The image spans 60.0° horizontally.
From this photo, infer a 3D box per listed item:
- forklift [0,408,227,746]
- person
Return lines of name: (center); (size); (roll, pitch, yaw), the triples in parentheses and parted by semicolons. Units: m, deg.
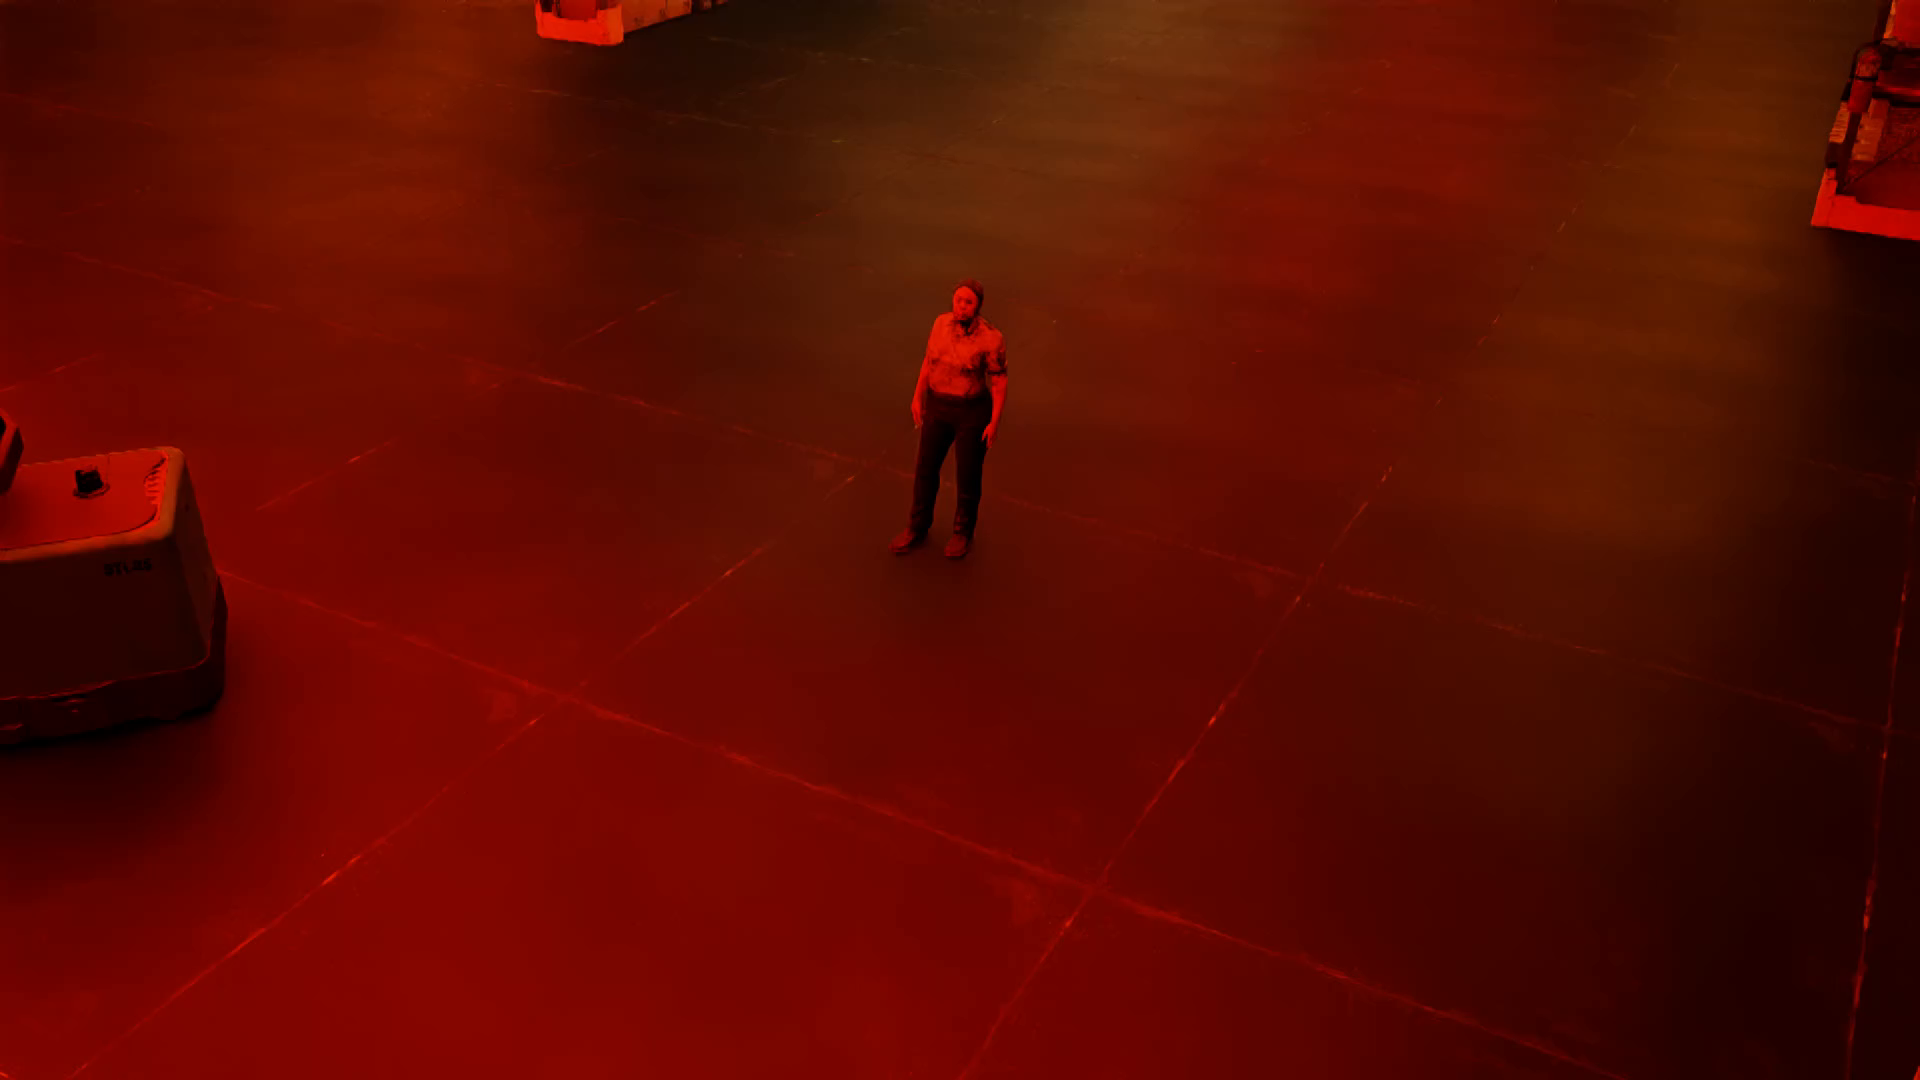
forklift: (-5.353, -0.384, 7.735); (3.031, 2.935, 1.130); (-10, 31, -16)
person: (-0.063, -0.686, 9.529); (0.599, 1.650, 0.502); (15, 33, 25)
